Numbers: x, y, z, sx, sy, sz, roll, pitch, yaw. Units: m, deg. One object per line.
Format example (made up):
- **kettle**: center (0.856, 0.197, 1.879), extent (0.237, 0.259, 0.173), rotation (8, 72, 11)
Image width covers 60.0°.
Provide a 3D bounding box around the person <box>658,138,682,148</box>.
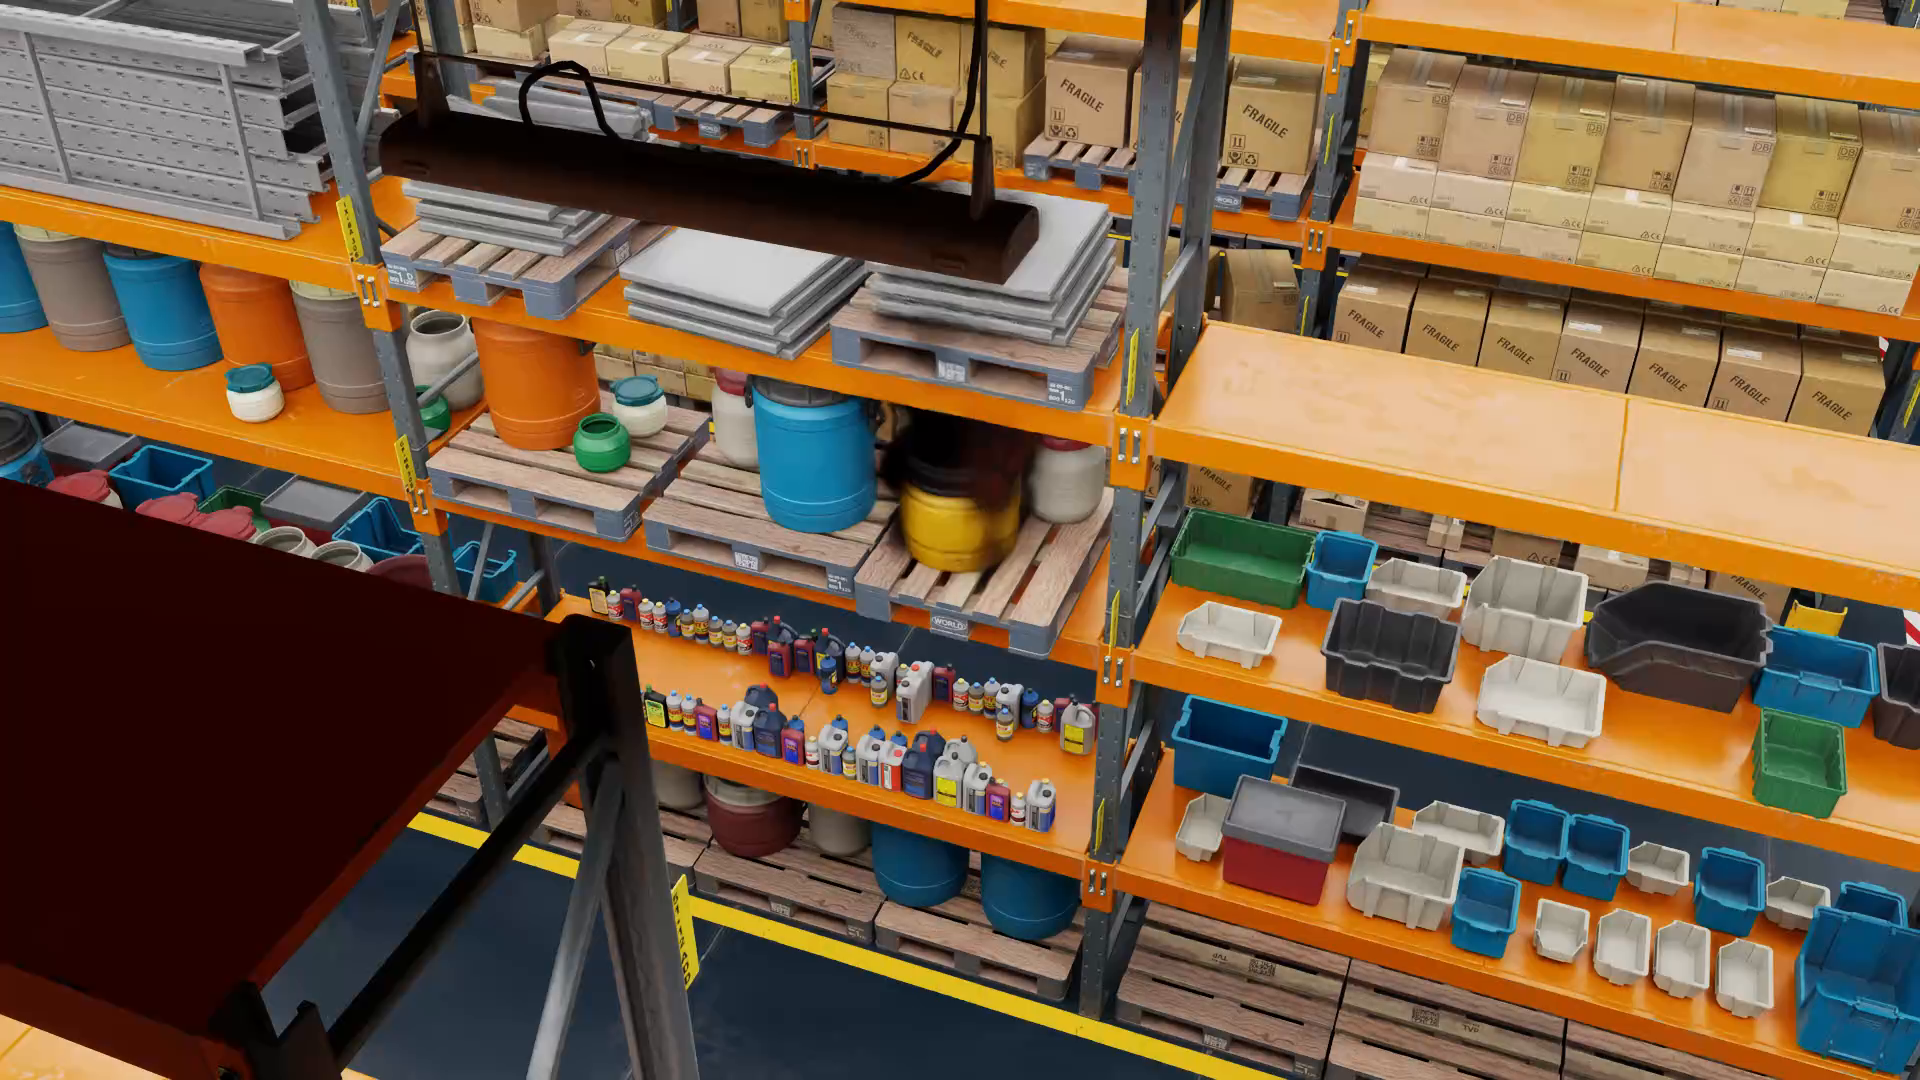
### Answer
- **person**: center (-2.785, -3.147, 16.136), extent (0.810, 1.839, 0.666), rotation (9, 37, 12)
